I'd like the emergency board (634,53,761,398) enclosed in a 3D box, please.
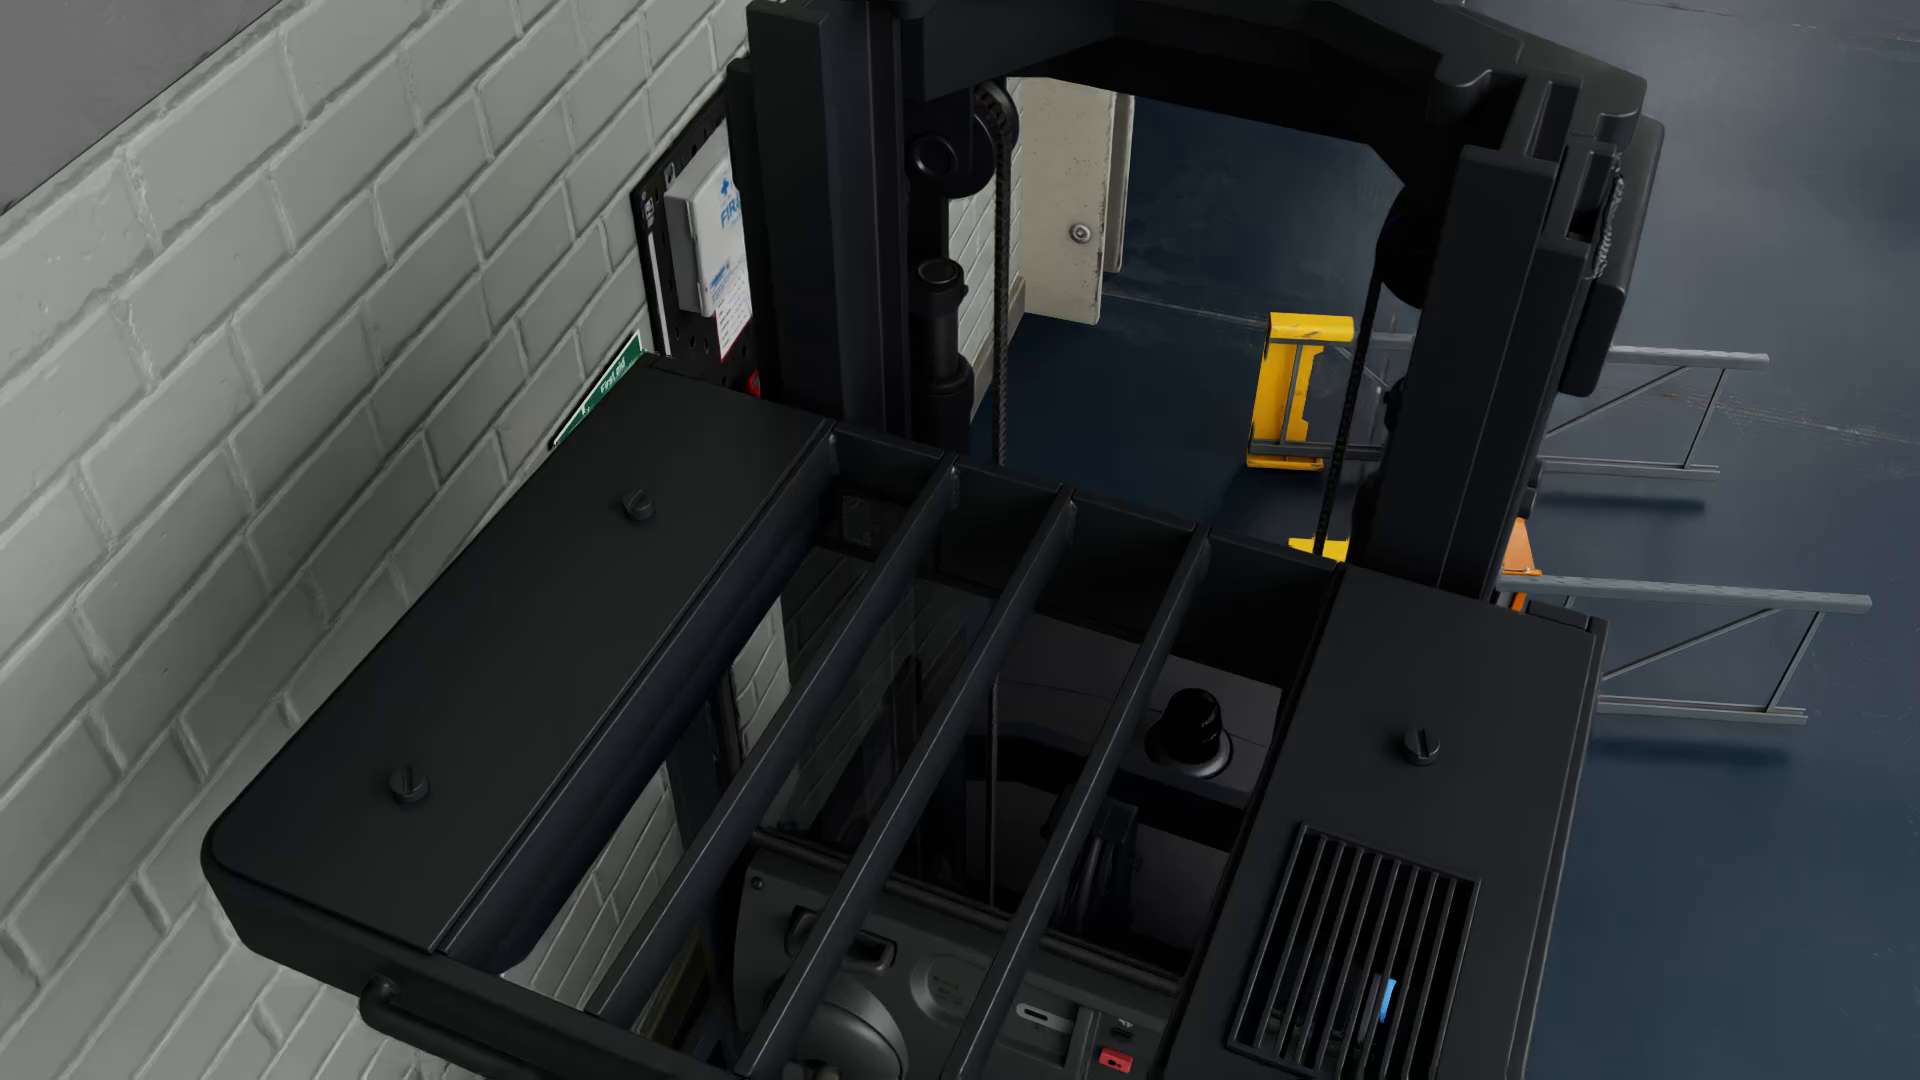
[{"bbox_3d":[-0.377,-0.379,3.493,0.194,1.169,0.643,13,46,13],"label":"emergency board"}]

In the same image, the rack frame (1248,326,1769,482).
[{"bbox_3d":[1.695,-0.424,5.245,1.500,0.500,0.032,4,44,3],"label":"rack frame"}]

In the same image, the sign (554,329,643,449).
[{"bbox_3d":[-0.633,-0.236,2.942,0.001,0.109,0.331,13,46,13],"label":"sign"}]

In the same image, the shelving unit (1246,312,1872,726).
[{"bbox_3d":[1.653,-0.076,4.890,1.500,0.587,1.083,4,44,3],"label":"shelving unit"}]

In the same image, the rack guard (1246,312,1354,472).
[{"bbox_3d":[1.073,-0.462,5.280,0.250,0.587,0.087,4,44,3],"label":"rack guard"}]

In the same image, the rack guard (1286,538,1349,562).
[{"bbox_3d":[0.988,0.232,4.571,0.250,0.587,0.087,4,44,3],"label":"rack guard"}]

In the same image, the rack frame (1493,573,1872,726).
[{"bbox_3d":[1.609,0.285,4.521,1.500,0.500,0.032,4,44,3],"label":"rack frame"}]

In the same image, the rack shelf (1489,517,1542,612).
[{"bbox_3d":[1.473,-0.081,4.894,0.185,0.538,1.000,4,44,3],"label":"rack shelf"}]

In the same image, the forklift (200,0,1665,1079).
[{"bbox_3d":[0.013,0.861,2.275,1.130,2.935,3.031,17,47,16],"label":"forklift"}]

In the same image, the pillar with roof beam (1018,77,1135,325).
[{"bbox_3d":[4.511,-3.251,2.138,9.100,9.000,0.400,13,46,13],"label":"pillar with roof beam"}]
